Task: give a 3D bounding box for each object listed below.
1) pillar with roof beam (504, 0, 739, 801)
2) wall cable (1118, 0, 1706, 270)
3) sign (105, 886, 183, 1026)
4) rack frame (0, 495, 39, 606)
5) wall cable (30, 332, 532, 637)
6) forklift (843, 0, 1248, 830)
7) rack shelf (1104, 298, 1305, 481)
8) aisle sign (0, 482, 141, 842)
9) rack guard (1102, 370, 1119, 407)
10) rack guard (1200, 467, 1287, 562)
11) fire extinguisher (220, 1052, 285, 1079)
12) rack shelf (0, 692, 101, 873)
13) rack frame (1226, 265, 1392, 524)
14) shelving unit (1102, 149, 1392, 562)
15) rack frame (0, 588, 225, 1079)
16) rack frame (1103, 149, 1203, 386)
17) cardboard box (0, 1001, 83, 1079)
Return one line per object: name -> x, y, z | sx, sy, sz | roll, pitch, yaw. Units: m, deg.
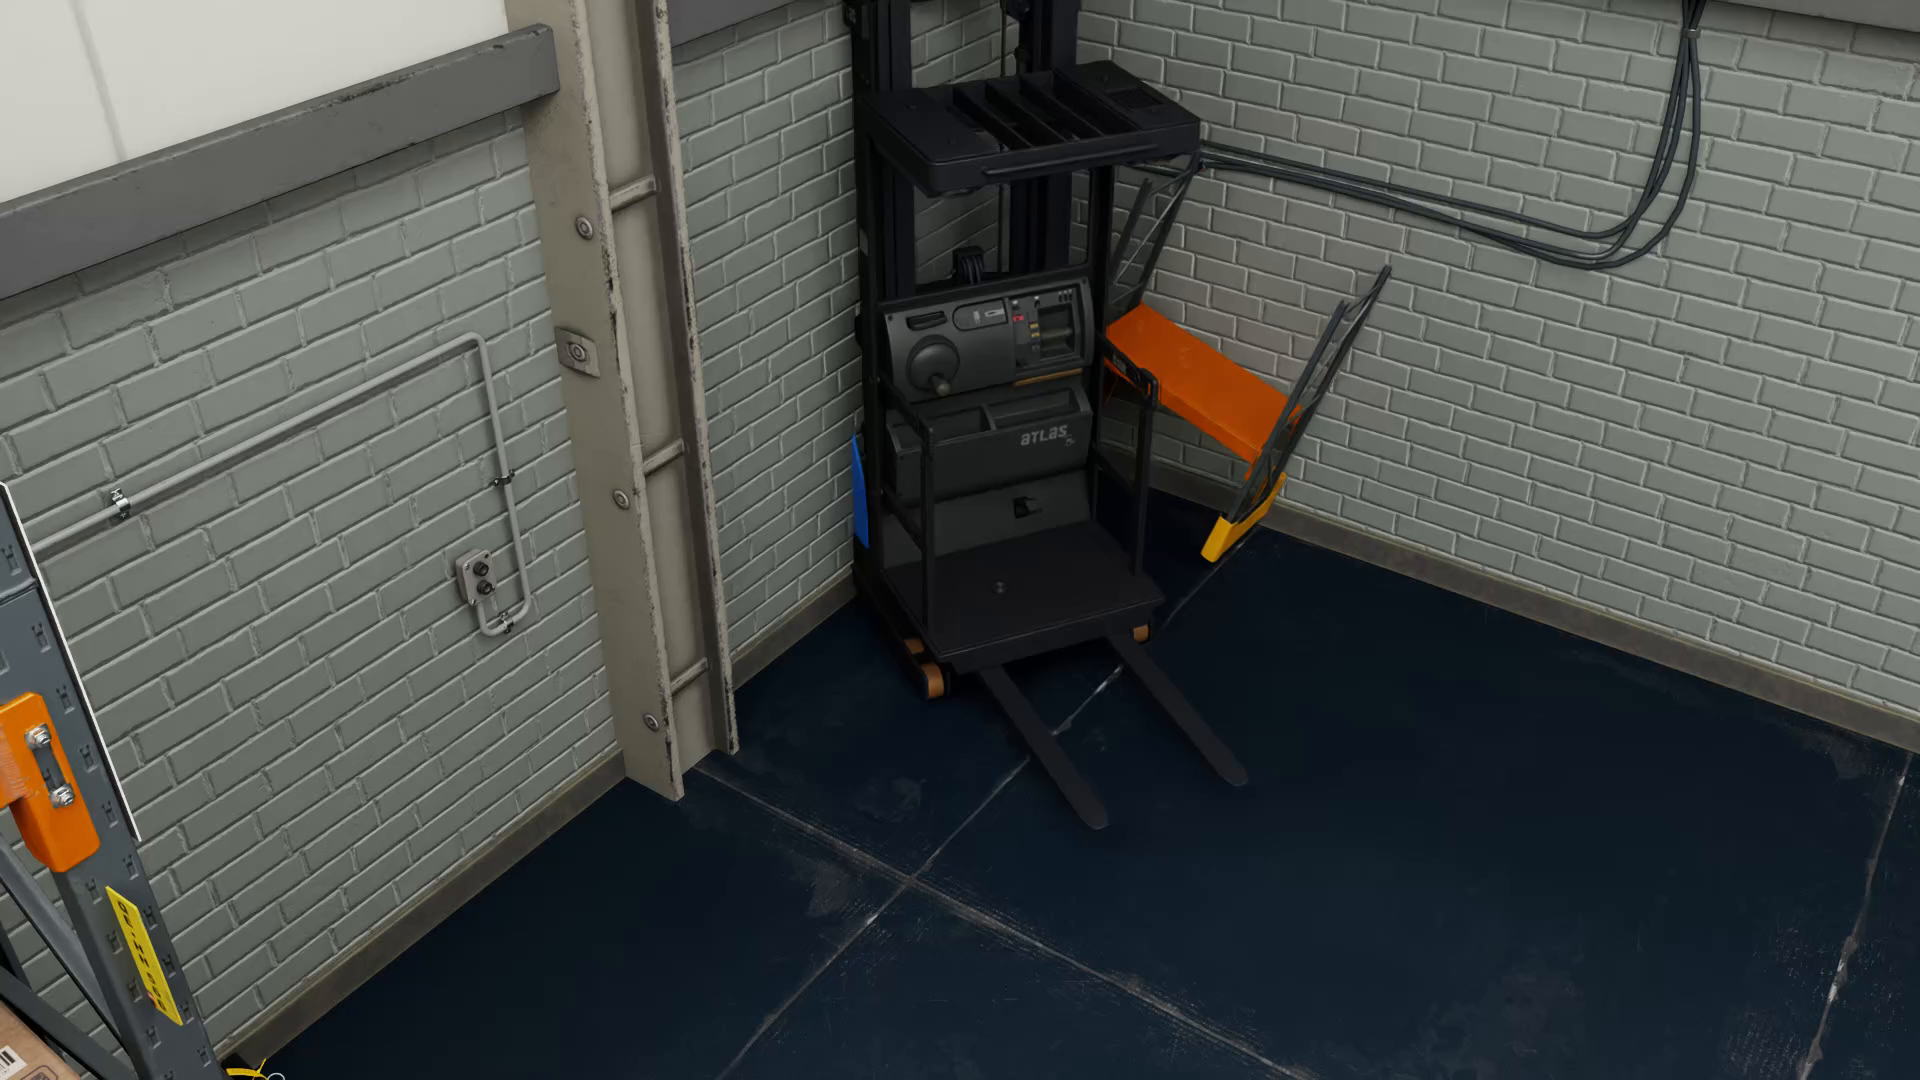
pillar with roof beam -> 2.379, -1.439, 2.345 | 9.100, 9.000, 0.400 | 21, 39, 28
wall cable -> 1.532, -2.498, 6.682 | 3.097, 2.526, 0.112 | 21, 39, 28
sign -> -1.549, 0.792, 3.156 | 0.100, 0.325, 0.005 | 21, 39, 28
rack frame -> -1.987, -1.295, 2.132 | 1.000, 3.000, 0.127 | 21, 39, 28
wall cable -> -2.034, -0.122, 4.846 | 0.084, 1.984, 1.851 | 21, 39, 28
forklift -> 0.217, -0.794, 6.808 | 1.130, 2.935, 3.031 | -13, 36, -19
rack shelf -> 1.097, -0.726, 7.867 | 1.000, 0.185, 0.538 | 36, 43, 17
aisle sign -> -1.699, 0.176, 2.992 | 0.394, 0.787, 0.004 | 21, 39, 28
rack guard -> 0.599, -0.689, 8.301 | 0.087, 0.250, 0.587 | 36, 43, 17
rack guard -> 1.369, -0.126, 8.014 | 0.087, 0.250, 0.587 | 36, 43, 17
fire extinguisher -> -1.521, 1.454, 3.823 | 0.296, 0.674, 0.183 | 21, 39, 28
rack shelf -> -3.127, 1.166, 1.813 | 1.077, 0.370, 4.000 | 21, 39, 28
rack frame -> 1.538, -0.565, 7.602 | 0.032, 1.500, 0.500 | 36, 43, 17
shelving unit -> 1.152, -0.847, 7.746 | 1.083, 1.500, 0.587 | 36, 43, 17
rack frame -> -1.987, 1.190, 3.813 | 1.000, 3.000, 0.127 | 21, 39, 28
rack frame -> 0.752, -1.139, 7.895 | 0.032, 1.500, 0.500 | 36, 43, 17
cardboard box -> -2.269, 1.304, 3.377 | 0.980, 0.700, 0.700 | 23, 40, 30
